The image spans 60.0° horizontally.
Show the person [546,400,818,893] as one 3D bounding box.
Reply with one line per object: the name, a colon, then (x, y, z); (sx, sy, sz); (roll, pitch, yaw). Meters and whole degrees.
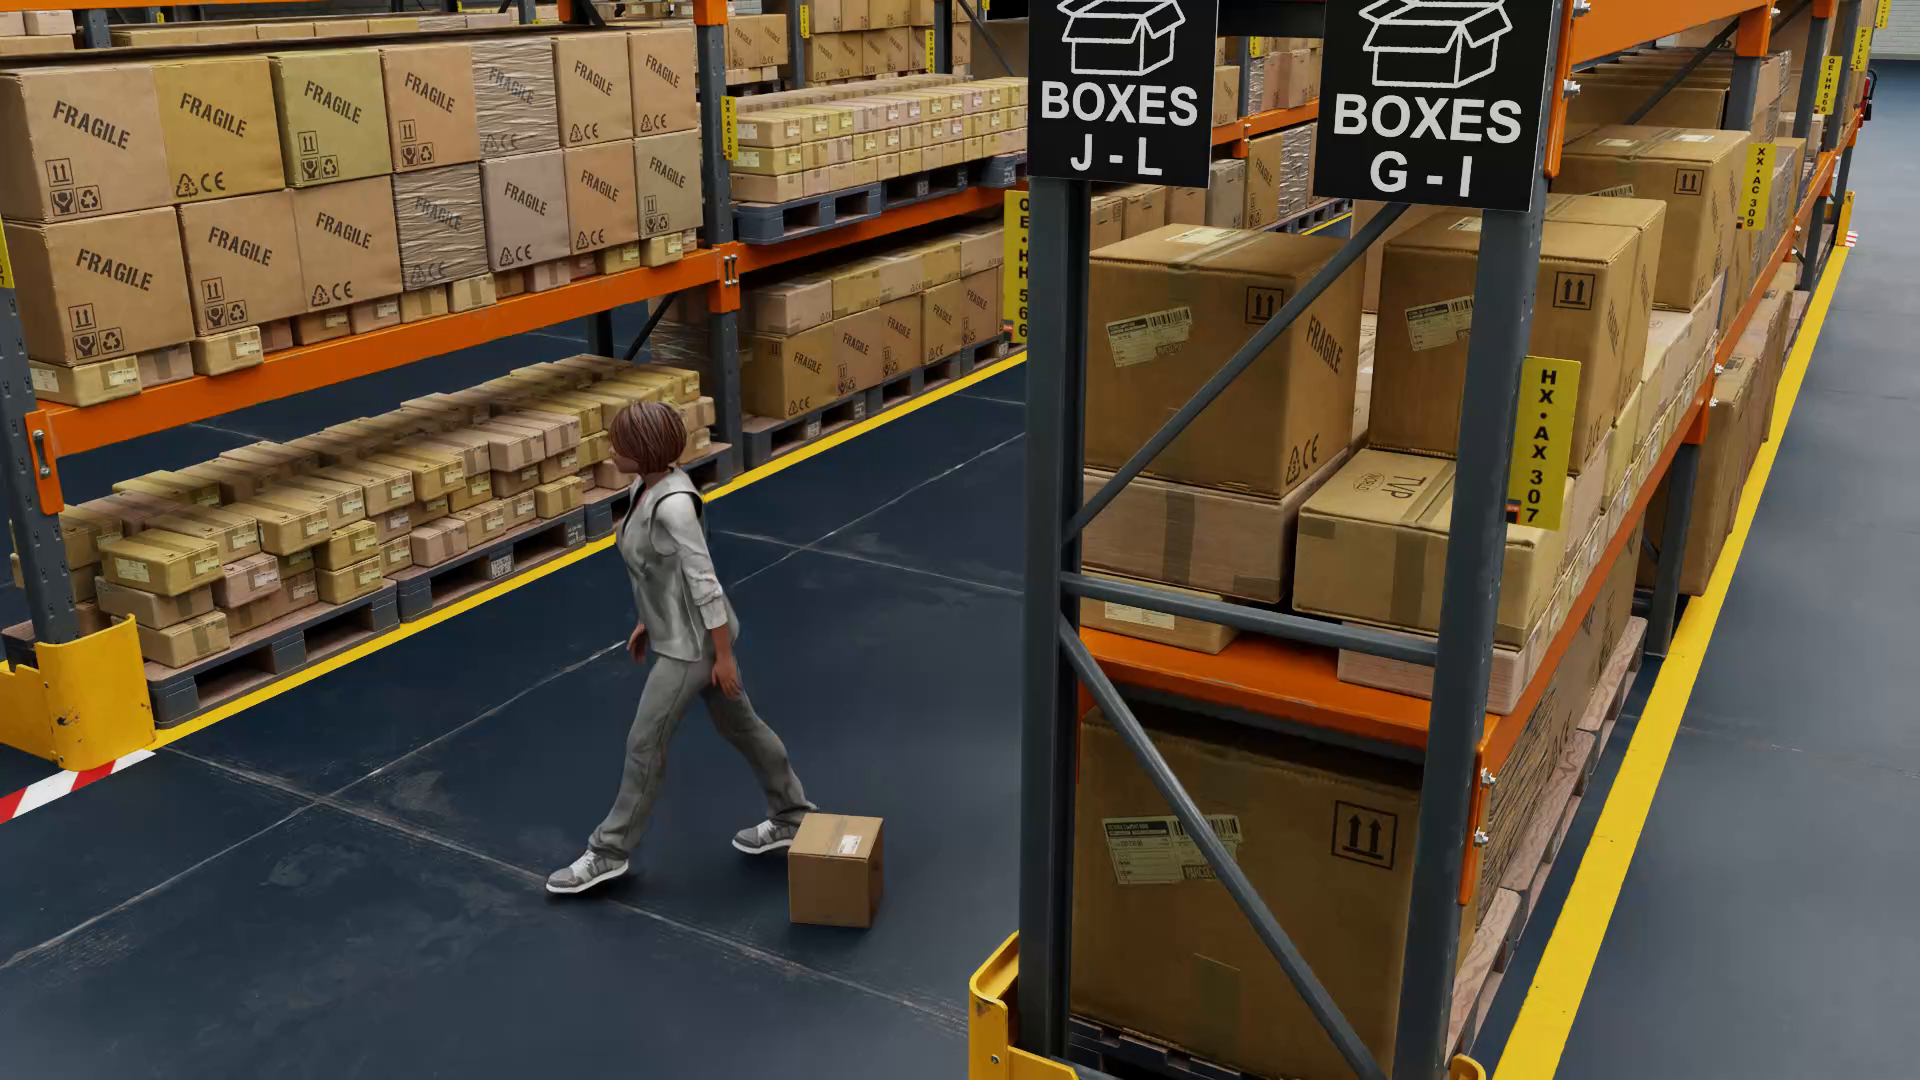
person: (-0.902, 0.309, 5.201); (0.877, 1.546, 0.442); (-4, 20, -10)
